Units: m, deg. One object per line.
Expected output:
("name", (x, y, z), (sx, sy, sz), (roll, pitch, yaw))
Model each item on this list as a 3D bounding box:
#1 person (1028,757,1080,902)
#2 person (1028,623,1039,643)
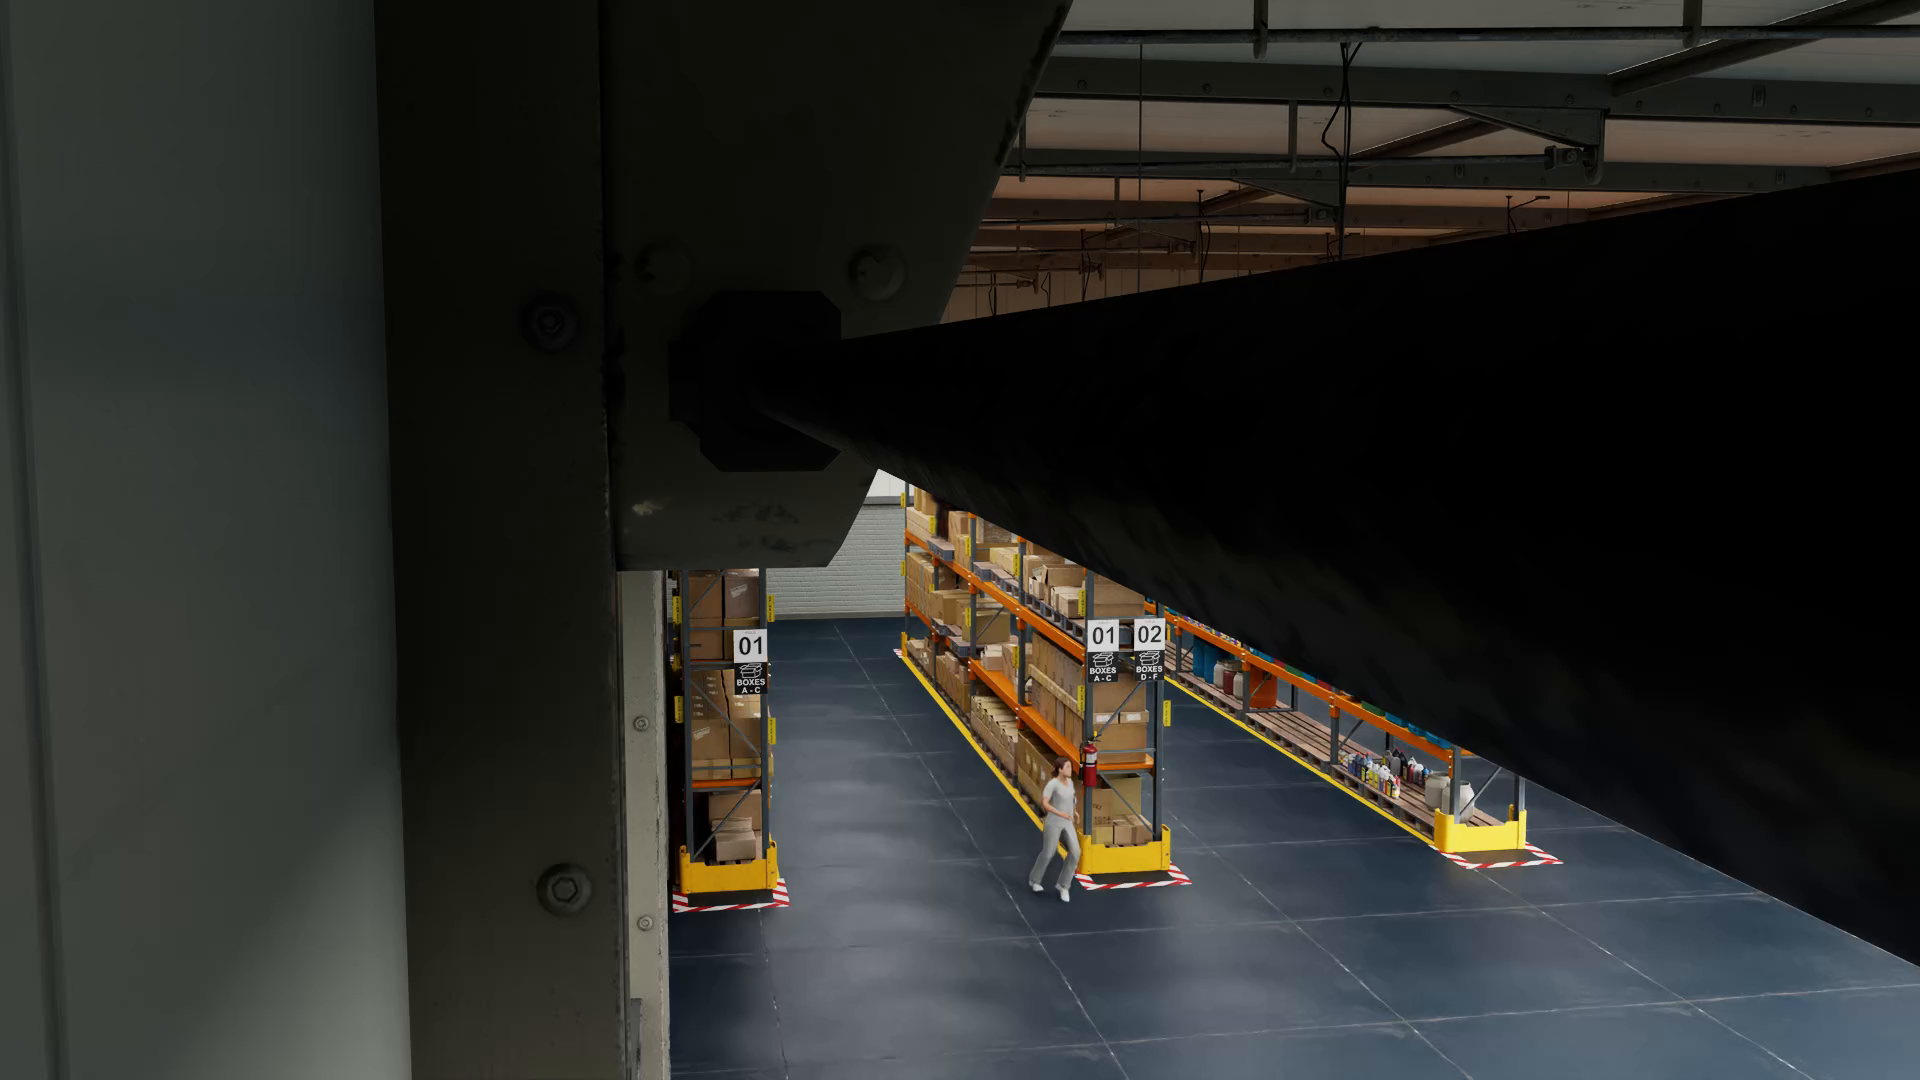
("person", (1.206, 3.440, 19.991), (0.626, 1.696, 0.660), (-5, 8, -38))
("person", (1.525, 1.565, 35.053), (0.704, 1.830, 0.687), (-1, 6, -12))
